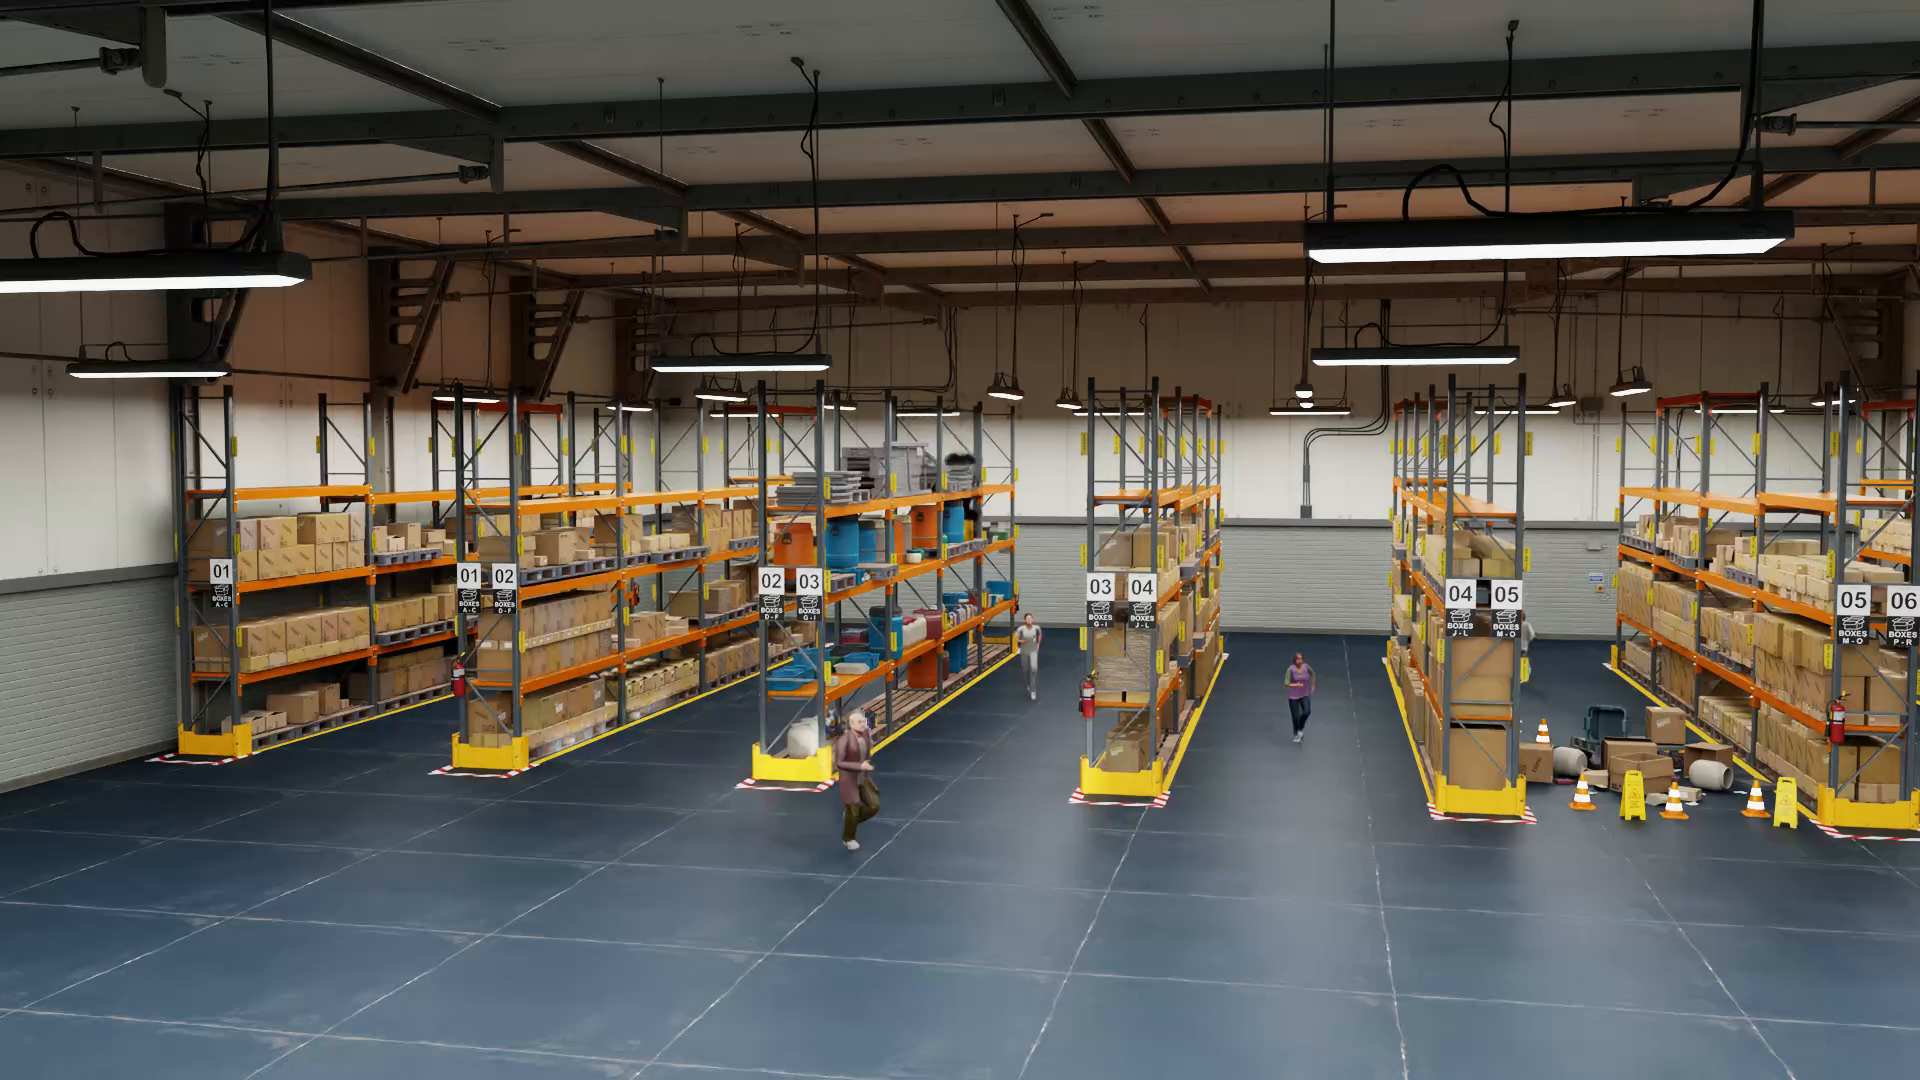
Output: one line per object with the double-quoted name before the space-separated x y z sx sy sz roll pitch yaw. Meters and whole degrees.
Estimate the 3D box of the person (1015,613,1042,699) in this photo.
"person" 1.369 2.317 33.420 0.538 1.711 0.899 0 3 4

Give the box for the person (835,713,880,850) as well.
"person" -1.243 2.985 20.516 0.723 1.728 0.761 3 4 43

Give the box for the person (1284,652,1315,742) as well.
"person" 5.708 2.646 27.890 0.572 1.549 0.713 0 3 -2

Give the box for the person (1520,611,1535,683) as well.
"person" 11.842 2.273 35.103 0.543 1.559 0.544 0 3 -2
